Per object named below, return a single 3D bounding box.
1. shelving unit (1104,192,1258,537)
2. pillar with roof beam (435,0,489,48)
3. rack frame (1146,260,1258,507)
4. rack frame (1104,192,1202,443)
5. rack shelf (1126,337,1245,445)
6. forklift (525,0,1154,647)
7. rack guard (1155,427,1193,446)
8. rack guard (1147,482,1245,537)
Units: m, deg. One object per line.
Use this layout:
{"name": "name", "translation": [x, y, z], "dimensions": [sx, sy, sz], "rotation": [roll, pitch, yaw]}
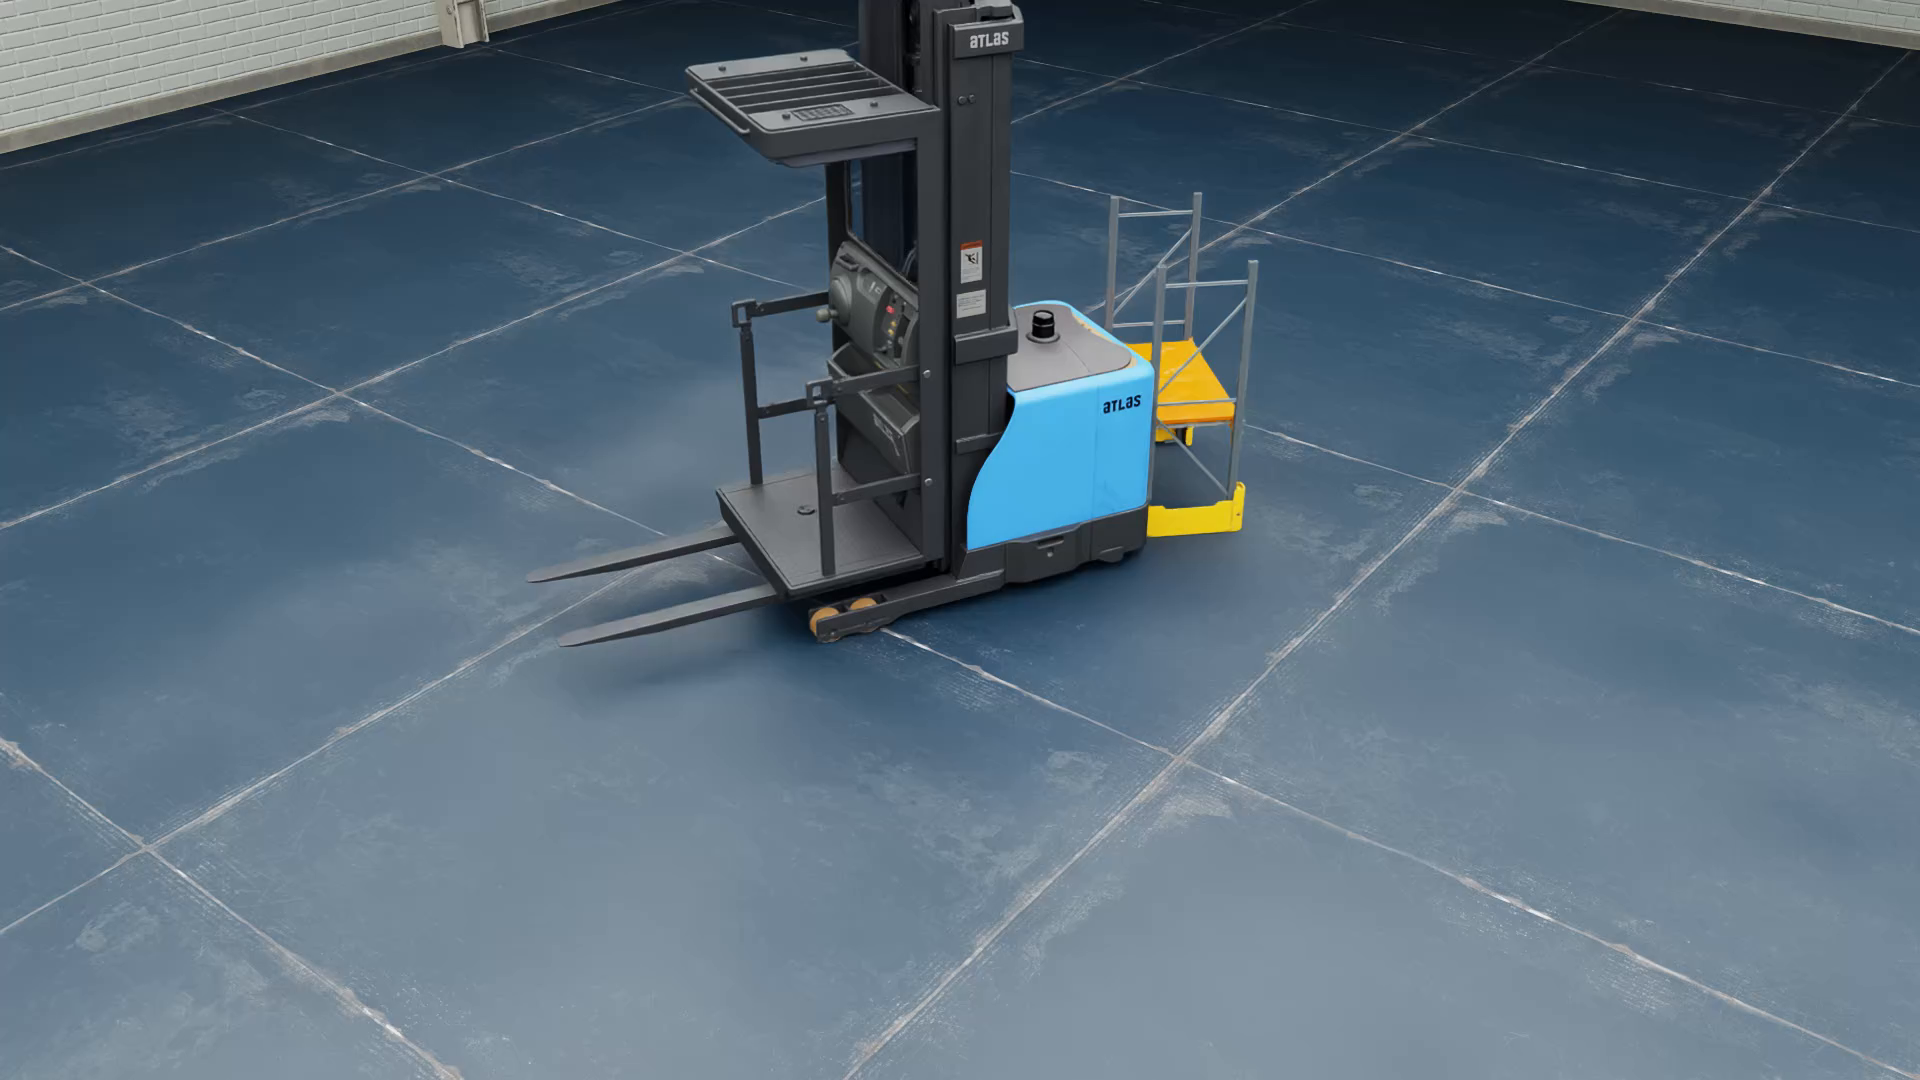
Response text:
{"name": "shelving unit", "translation": [1.131, -0.947, 8.877], "dimensions": [0.587, 1.500, 1.083], "rotation": [-4, 31, -7]}
{"name": "pillar with roof beam", "translation": [-1.823, -7.836, 13.146], "dimensions": [9.100, 9.000, 0.400], "rotation": [21, 37, 31]}
{"name": "rack frame", "translation": [1.202, -0.695, 8.452], "dimensions": [0.500, 1.500, 0.032], "rotation": [-4, 31, -7]}
{"name": "rack frame", "translation": [1.056, -1.208, 9.318], "dimensions": [0.500, 1.500, 0.032], "rotation": [-4, 31, -7]}
{"name": "rack shelf", "translation": [1.129, -0.797, 8.977], "dimensions": [0.538, 0.185, 1.000], "rotation": [-4, 31, -7]}
{"name": "forklift", "translation": [-0.592, -1.078, 7.694], "dimensions": [3.031, 2.935, 1.130], "rotation": [-14, 33, -22]}
{"name": "rack guard", "translation": [1.059, -0.661, 9.620], "dimensions": [0.587, 0.250, 0.087], "rotation": [-4, 31, -7]}
{"name": "rack guard", "translation": [1.202, -0.158, 8.772], "dimensions": [0.587, 0.250, 0.087], "rotation": [-4, 31, -7]}
